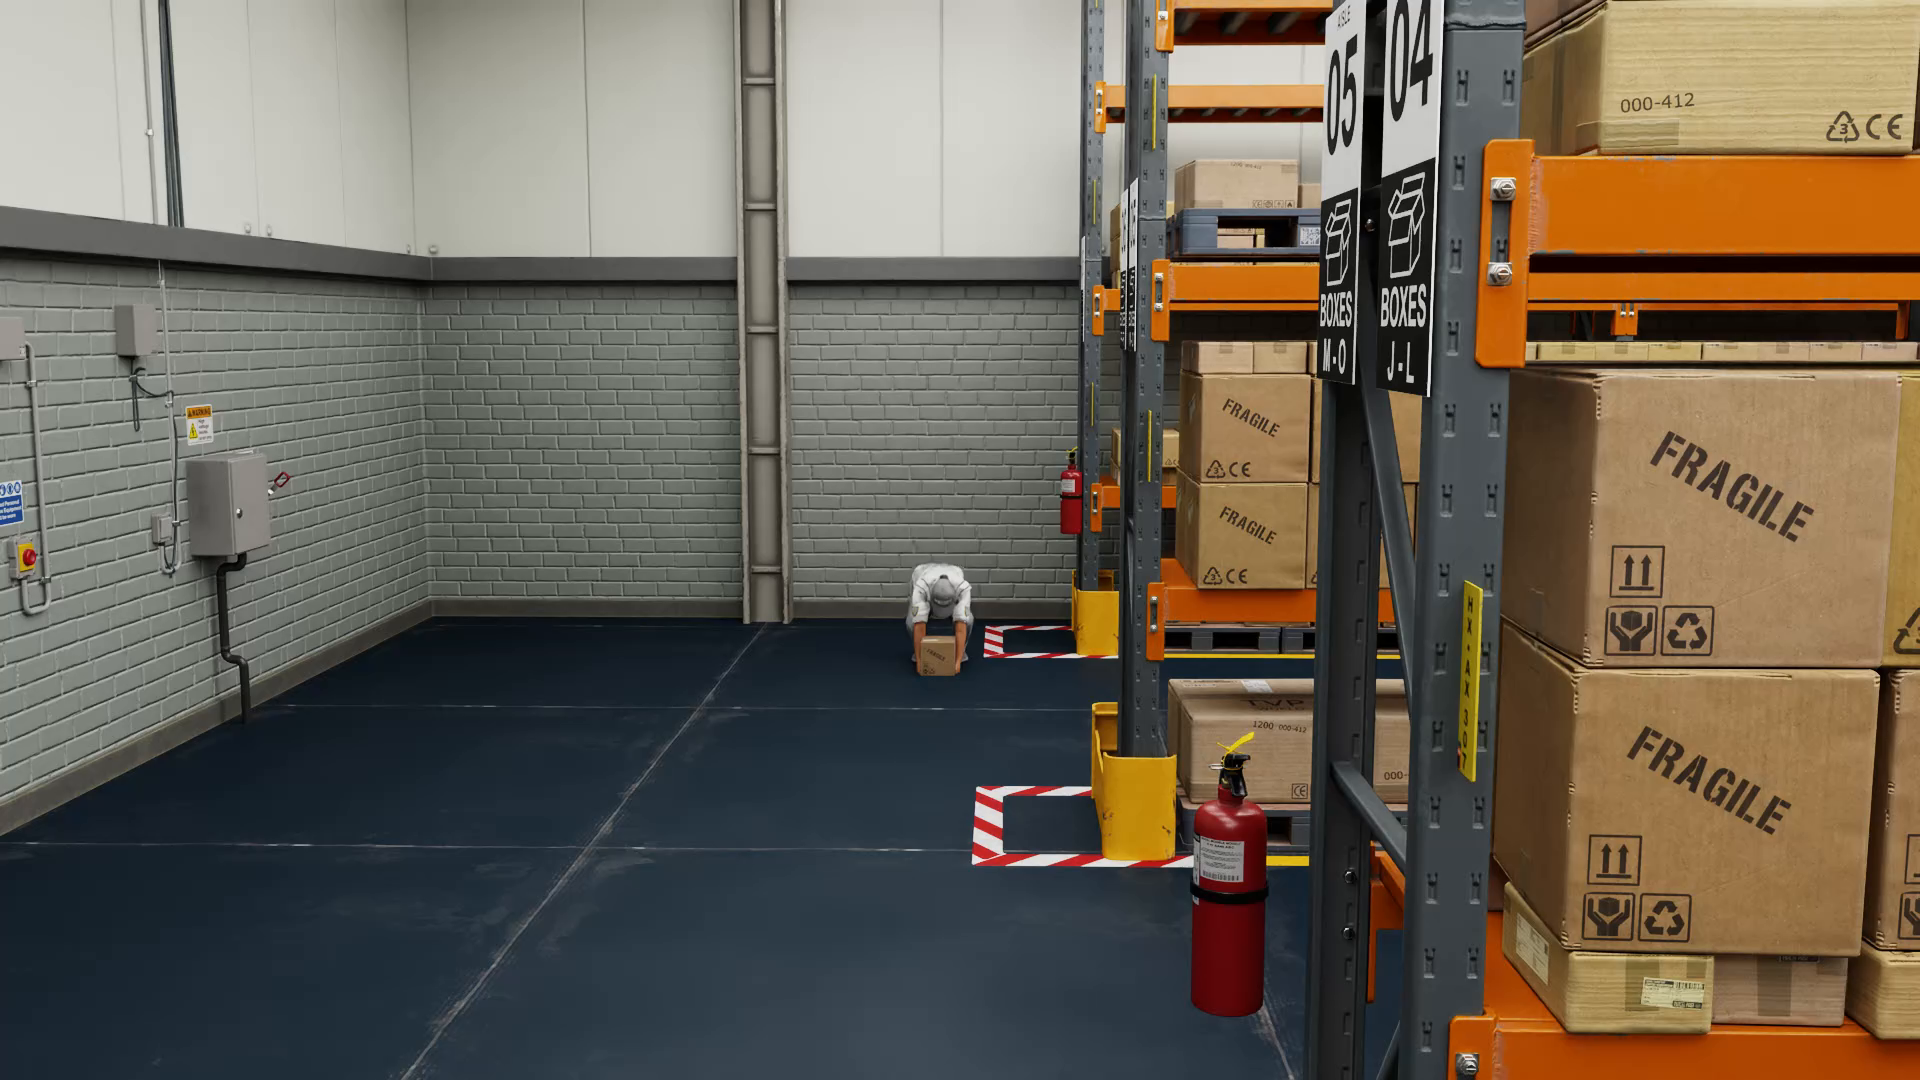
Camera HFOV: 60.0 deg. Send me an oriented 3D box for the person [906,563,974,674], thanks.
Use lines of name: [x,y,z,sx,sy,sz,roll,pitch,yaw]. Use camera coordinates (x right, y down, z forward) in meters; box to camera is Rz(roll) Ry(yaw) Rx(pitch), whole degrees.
person: [-0.151,0.573,12.476,0.509,0.764,0.937,0,7,0]
